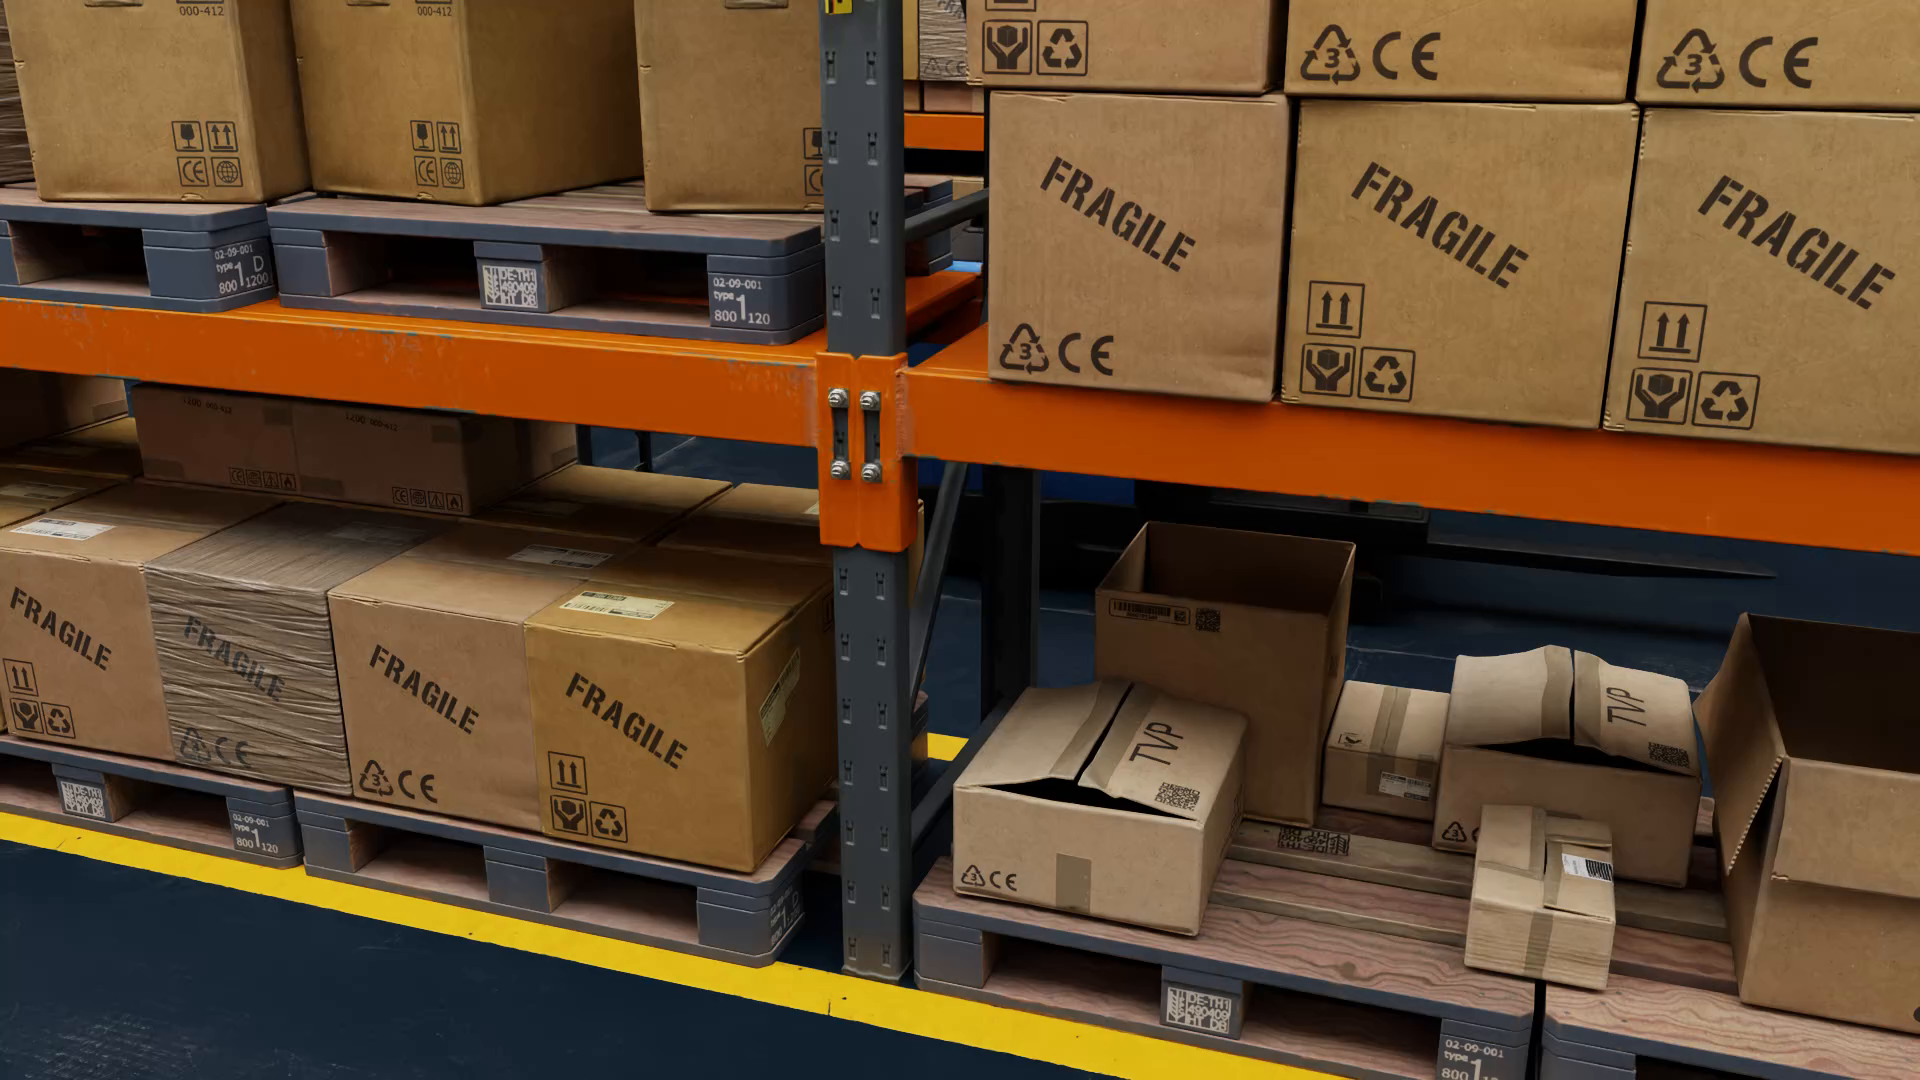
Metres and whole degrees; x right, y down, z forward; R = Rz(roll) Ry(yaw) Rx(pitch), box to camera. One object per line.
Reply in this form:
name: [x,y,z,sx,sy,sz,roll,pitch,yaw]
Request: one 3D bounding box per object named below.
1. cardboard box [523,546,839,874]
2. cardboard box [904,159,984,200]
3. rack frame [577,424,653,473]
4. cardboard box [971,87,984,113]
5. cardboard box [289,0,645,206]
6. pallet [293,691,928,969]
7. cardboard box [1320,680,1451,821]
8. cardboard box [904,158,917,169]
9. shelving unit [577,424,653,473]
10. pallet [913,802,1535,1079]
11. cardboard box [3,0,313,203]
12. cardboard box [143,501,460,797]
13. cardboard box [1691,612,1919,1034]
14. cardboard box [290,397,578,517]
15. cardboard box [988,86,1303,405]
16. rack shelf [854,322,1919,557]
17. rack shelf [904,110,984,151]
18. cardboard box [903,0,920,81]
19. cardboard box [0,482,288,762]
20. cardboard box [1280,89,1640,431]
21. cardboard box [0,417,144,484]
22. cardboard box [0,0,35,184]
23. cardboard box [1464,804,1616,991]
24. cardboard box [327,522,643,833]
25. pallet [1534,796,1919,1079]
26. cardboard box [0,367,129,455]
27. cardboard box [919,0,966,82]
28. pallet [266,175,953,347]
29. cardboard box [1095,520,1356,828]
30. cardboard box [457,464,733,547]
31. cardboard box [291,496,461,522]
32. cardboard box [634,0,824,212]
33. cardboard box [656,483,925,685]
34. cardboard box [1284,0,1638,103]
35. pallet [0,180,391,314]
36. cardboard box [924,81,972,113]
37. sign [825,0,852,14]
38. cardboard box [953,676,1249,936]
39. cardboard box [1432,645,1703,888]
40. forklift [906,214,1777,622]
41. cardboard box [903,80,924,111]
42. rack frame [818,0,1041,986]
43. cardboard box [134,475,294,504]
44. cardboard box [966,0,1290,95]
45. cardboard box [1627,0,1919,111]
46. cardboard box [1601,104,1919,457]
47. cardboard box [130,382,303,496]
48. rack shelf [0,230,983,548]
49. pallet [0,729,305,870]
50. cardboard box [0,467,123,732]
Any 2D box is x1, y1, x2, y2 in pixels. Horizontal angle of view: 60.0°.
cardboard box: [-0.583,0.351,3.641,0.500,0.500,0.500,6,20,18]
cardboard box: [0.102,-1.506,8.468,0.750,0.750,0.750,7,20,20]
rack frame: [-1.322,-0.845,6.221,0.032,1.500,0.500,6,20,17]
cardboard box: [0.233,-2.157,8.057,0.250,0.149,0.380,7,20,18]
cardboard box: [-1.067,-1.078,3.822,0.500,0.500,0.700,10,22,27]
pallet: [-0.804,0.583,4.082,1.213,0.211,1.003,7,20,18]
cardboard box: [0.982,0.476,3.816,0.250,0.149,0.380,7,20,18]
cardboard box: [-0.702,-1.596,8.727,0.750,0.750,0.750,6,20,18]
shelving unit: [-0.838,-0.794,6.076,1.048,1.500,0.538,6,20,17]
pallet: [0.626,0.734,3.650,1.213,0.211,1.003,7,20,18]
cardboard box: [-1.712,-1.075,3.812,0.500,0.500,0.700,1,19,4]
cardboard box: [-1.521,0.241,3.958,0.500,0.500,0.500,7,20,19]
cardboard box: [1.753,0.515,3.166,0.637,0.503,0.797,7,20,18]
cardboard box: [-1.345,-0.275,4.298,0.500,0.250,0.500,7,20,18]
cardboard box: [0.369,-0.565,2.988,0.500,0.500,0.500,7,20,19]
rack shelf: [1.866,-0.102,2.904,4.000,0.370,1.077,7,20,18]
rack shelf: [-0.290,-2.074,8.563,4.000,0.370,1.077,7,20,18]
cardboard box: [-0.350,-2.528,8.137,0.500,0.500,0.500,7,20,20]
cardboard box: [-2.002,0.186,4.113,0.500,0.500,0.500,6,20,16]
cardboard box: [0.854,-0.511,2.832,0.500,0.500,0.500,7,20,19]
cardboard box: [-2.352,-0.033,4.742,0.500,0.500,0.500,6,20,16]
cardboard box: [-2.368,-1.144,4.011,0.500,0.500,0.700,11,22,28]
cardboard box: [1.123,0.676,3.217,0.250,0.166,0.380,7,20,18]
cardboard box: [-1.047,0.295,3.802,0.500,0.500,0.500,7,20,18]
pallet: [1.782,0.865,3.274,1.213,0.211,1.003,7,20,18]
cardboard box: [-2.786,-0.438,4.766,0.500,0.250,0.500,7,21,20]
cardboard box: [0.124,-2.476,7.987,0.500,0.500,0.500,7,20,18]
pallet: [-0.742,-0.687,3.782,1.213,0.211,1.003,7,20,18]
cardboard box: [0.608,0.289,3.820,0.500,0.500,0.500,7,20,18]
cardboard box: [-0.907,0.133,4.267,0.500,0.500,0.500,7,20,19]
cardboard box: [-1.377,0.077,4.428,0.500,0.500,0.500,7,20,19]
cardboard box: [-0.397,-1.024,3.666,0.500,0.500,0.700,0,19,0]
cardboard box: [-0.400,0.187,4.111,0.500,0.500,0.500,6,20,16]
cardboard box: [0.817,-0.983,2.667,0.500,0.500,0.500,6,20,16]
pallet: [-1.963,-0.790,4.078,1.213,0.211,1.003,7,20,18]
cardboard box: [0.001,-2.188,8.148,0.250,0.149,0.380,6,20,17]
sign: [-0.202,-1.031,2.718,0.005,0.325,0.100,7,20,18]
cardboard box: [0.303,0.517,3.452,0.500,0.311,0.500,7,20,18]
cardboard box: [1.317,0.459,3.619,0.500,0.311,0.500,7,20,18]
forklift: [1.155,-1.317,5.402,3.031,2.935,1.130,6,20,17]
cardboard box: [-0.246,-2.220,8.240,0.250,0.149,0.380,7,20,20]
rack frame: [-0.023,-0.657,3.405,0.127,3.000,1.000,7,20,18]
cardboard box: [-1.854,0.022,4.585,0.500,0.500,0.500,6,20,16]
cardboard box: [0.330,-1.038,2.827,0.500,0.500,0.500,7,20,19]
cardboard box: [1.303,-0.927,2.508,0.500,0.500,0.500,6,20,16]
cardboard box: [1.326,-0.456,2.675,0.500,0.500,0.500,6,20,18]
cardboard box: [-1.819,-0.329,4.453,0.500,0.250,0.500,6,20,17]
rack shelf: [-1.912,-0.534,4.143,4.000,0.370,1.077,7,20,18]
pallet: [-1.960,0.452,4.459,1.213,0.211,1.003,7,20,18]
cardboard box: [-2.497,0.132,4.270,0.500,0.500,0.500,6,20,17]
